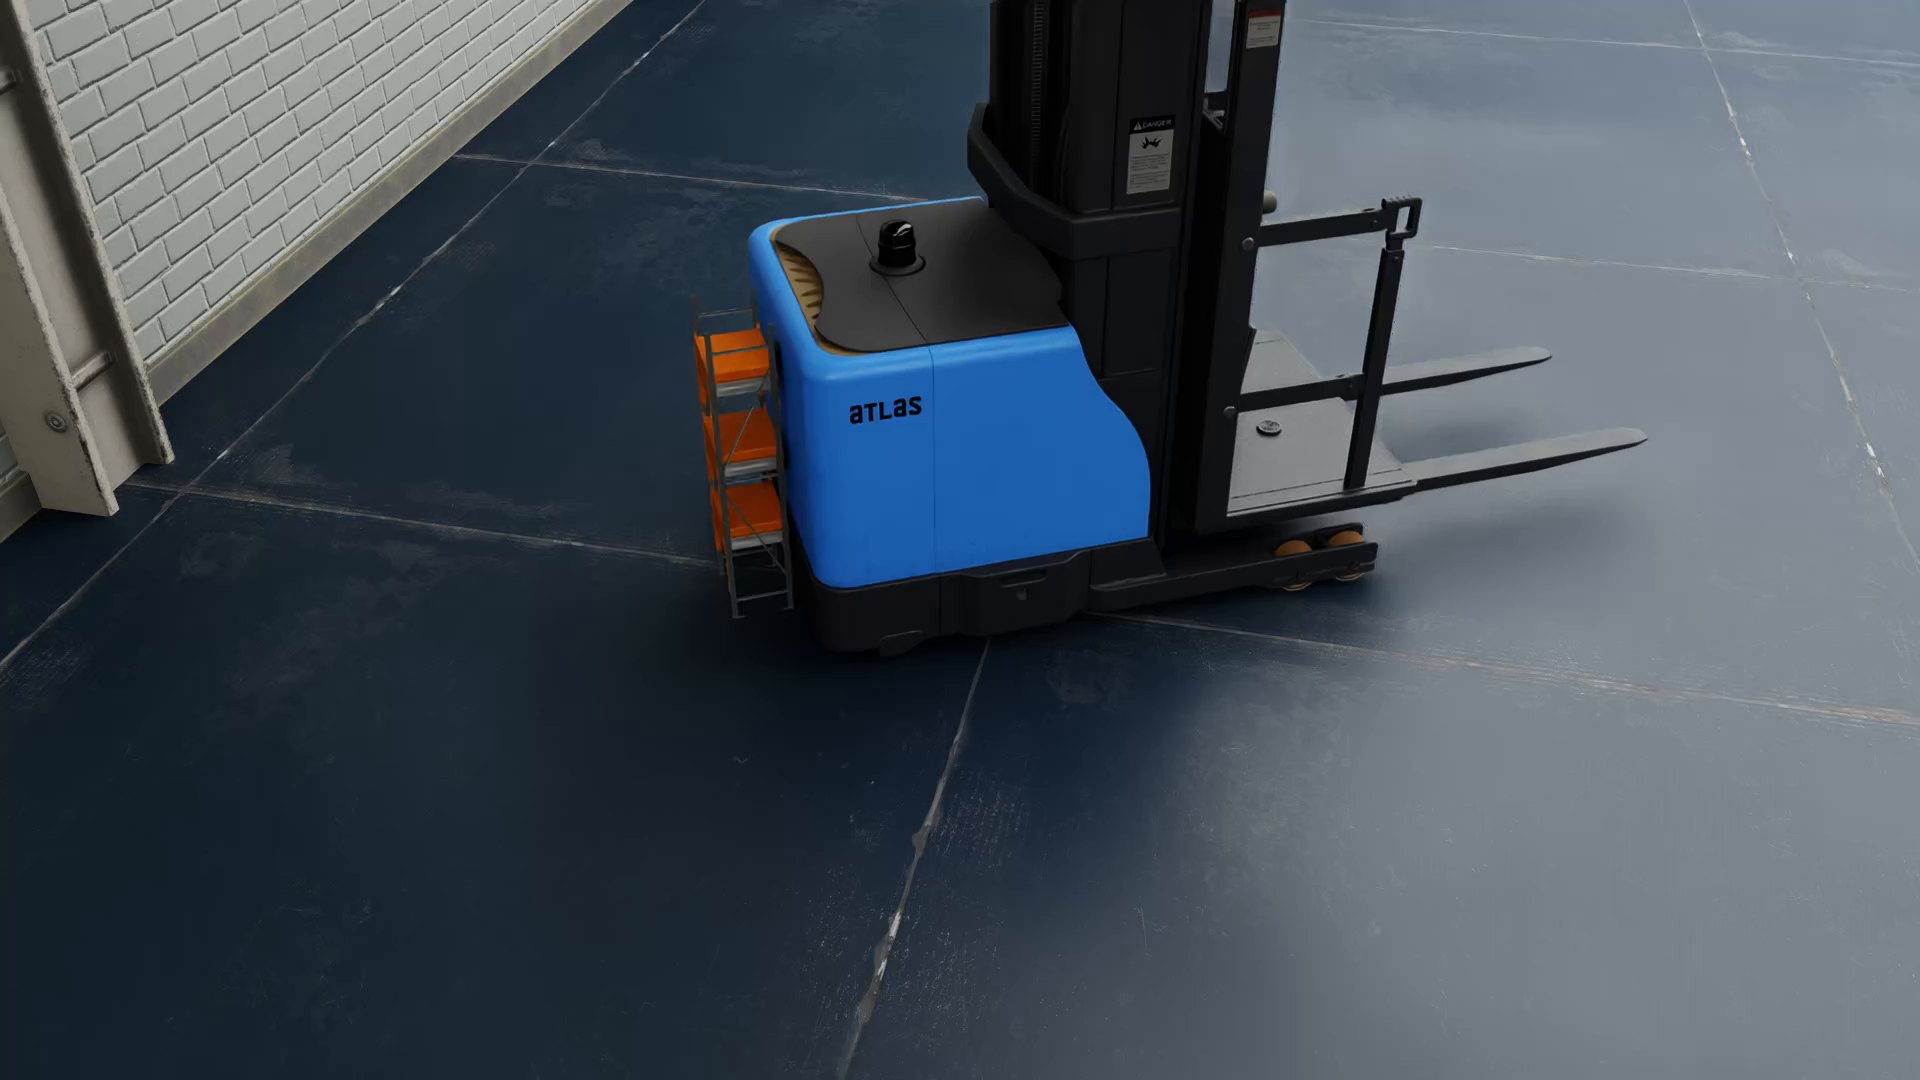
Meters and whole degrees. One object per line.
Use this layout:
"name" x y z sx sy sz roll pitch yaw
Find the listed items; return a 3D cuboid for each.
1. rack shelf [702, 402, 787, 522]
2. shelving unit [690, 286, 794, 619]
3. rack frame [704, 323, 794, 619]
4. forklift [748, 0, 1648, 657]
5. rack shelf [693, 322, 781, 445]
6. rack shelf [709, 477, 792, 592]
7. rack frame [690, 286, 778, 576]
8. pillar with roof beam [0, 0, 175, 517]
"rack shelf" -0.676 -0.247 5.214 0.215 0.259 0.240 -10 37 -14
"shelving unit" -0.676 -0.255 5.208 0.215 1.050 0.252 -10 37 -14
"rack frame" -0.640 -0.187 5.113 0.200 1.050 0.008 -10 37 -14
"forklift" 0.883 -1.307 5.055 3.031 2.935 1.130 -10 37 -13
"rack shelf" -0.676 -0.476 5.047 0.215 0.259 0.240 -10 37 -14
"rack shelf" -0.676 -0.022 5.377 0.215 0.259 0.240 -10 37 -14
"rack frame" -0.712 -0.324 5.302 0.200 1.050 0.008 -10 37 -14
"pillar with roof beam" 1.101 -3.319 2.662 9.100 9.000 0.400 7 37 10
